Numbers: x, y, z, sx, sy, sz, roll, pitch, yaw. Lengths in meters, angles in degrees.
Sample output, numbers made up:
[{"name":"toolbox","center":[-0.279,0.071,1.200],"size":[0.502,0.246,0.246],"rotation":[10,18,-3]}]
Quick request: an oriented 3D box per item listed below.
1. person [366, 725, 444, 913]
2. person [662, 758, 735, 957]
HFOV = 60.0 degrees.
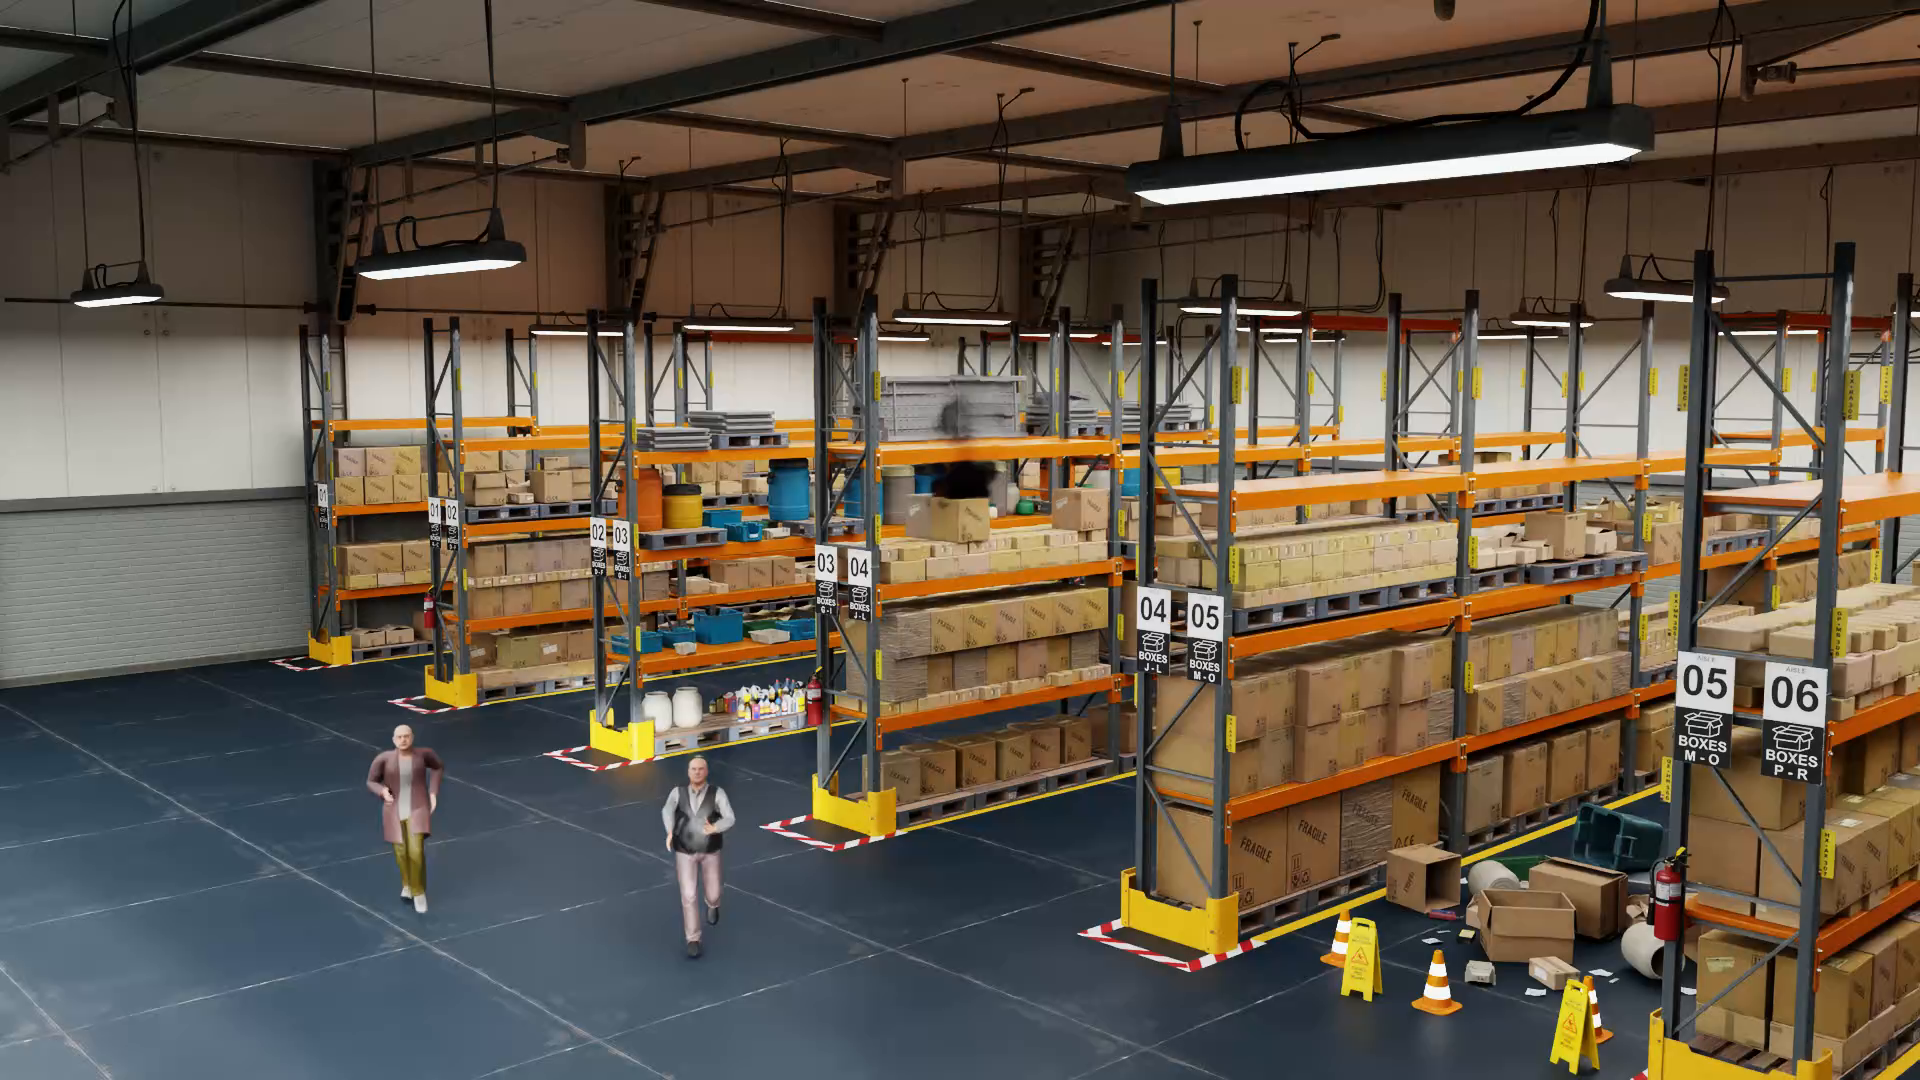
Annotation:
[{"name":"person","center":[-5.351,2.682,16.035],"size":[0.687,1.832,0.822],"rotation":[-1,6,-11]},{"name":"person","center":[-2.358,2.806,14.983],"size":[0.668,1.698,0.896],"rotation":[-1,6,-5]}]
